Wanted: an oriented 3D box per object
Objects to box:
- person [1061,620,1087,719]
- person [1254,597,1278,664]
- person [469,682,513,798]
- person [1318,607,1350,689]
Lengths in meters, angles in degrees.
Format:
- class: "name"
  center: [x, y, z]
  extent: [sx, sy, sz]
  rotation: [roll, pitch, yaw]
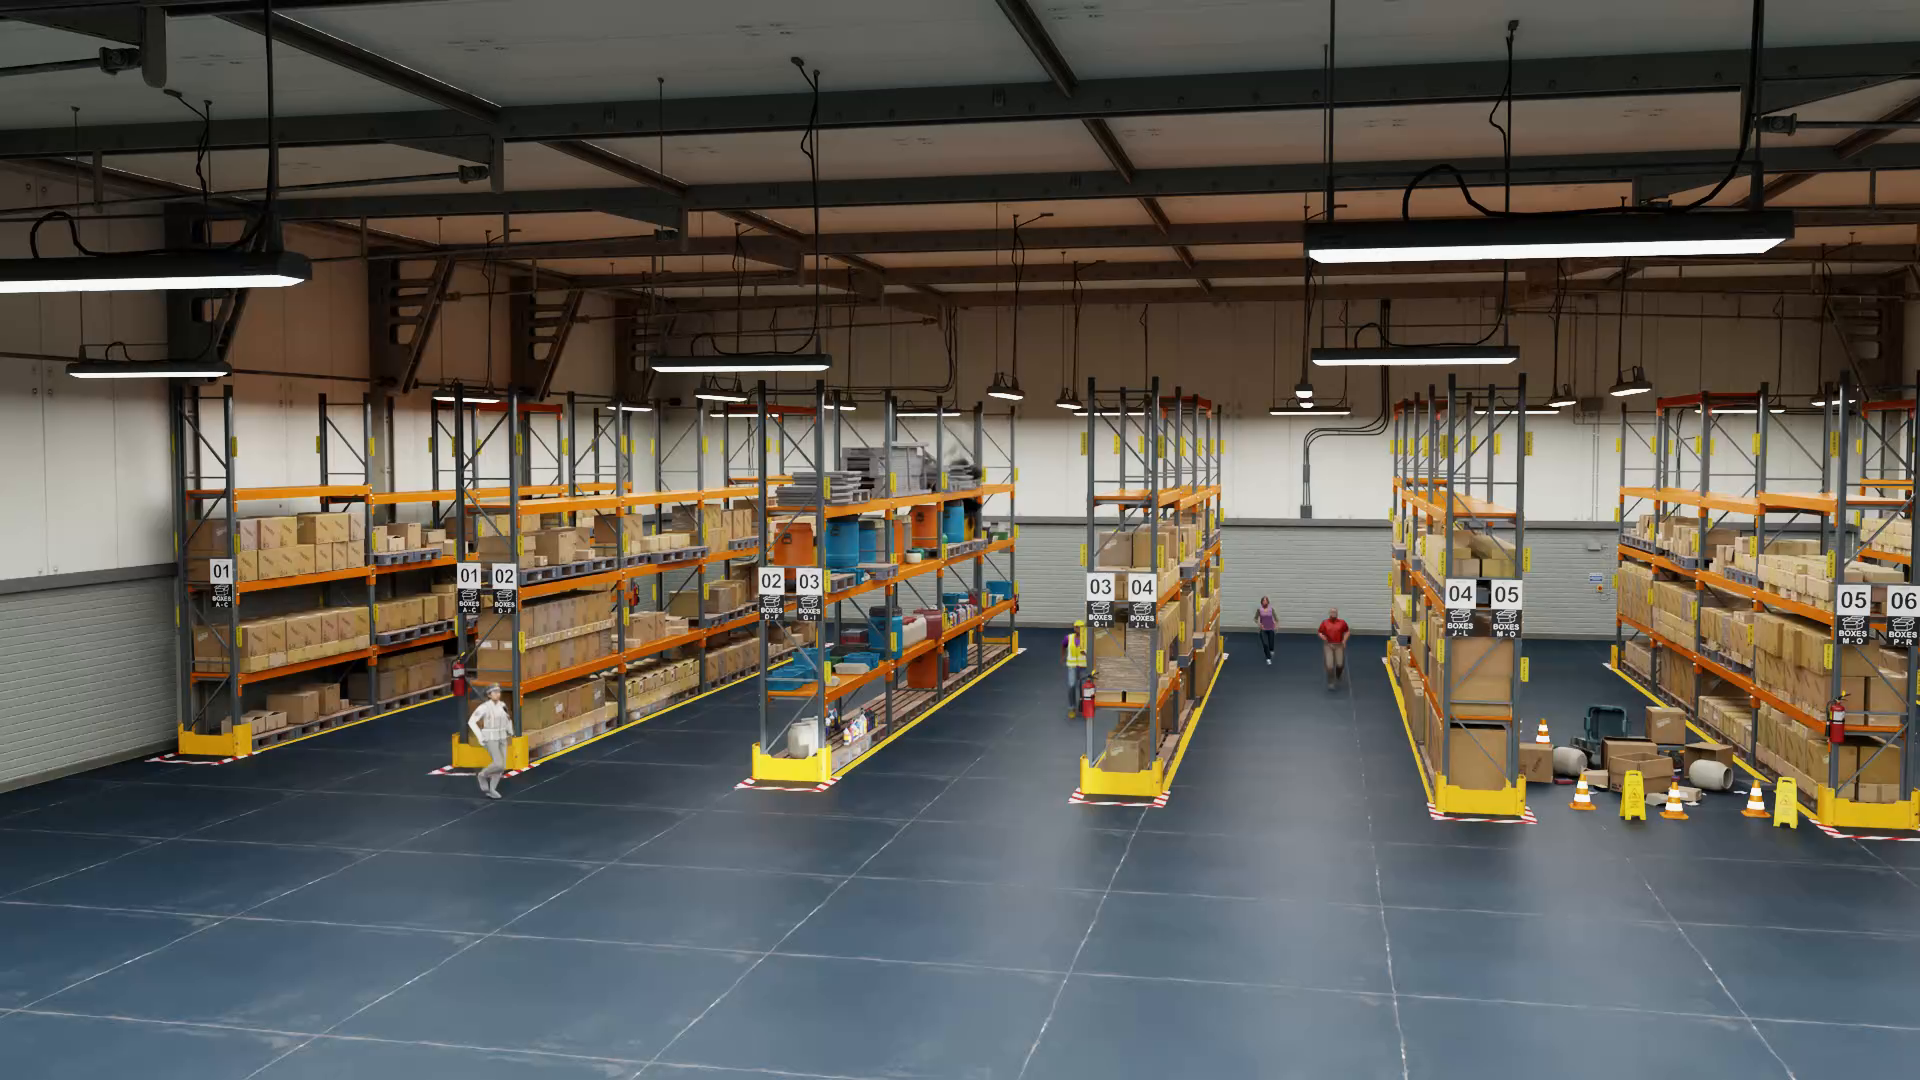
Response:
- class: "person"
  center: [2.198, 2.390, 30.878]
  extent: [0.674, 1.825, 0.782]
  rotation: [0, 3, 7]
- class: "person"
  center: [7.084, 2.082, 38.490]
  extent: [0.563, 1.553, 0.526]
  rotation: [1, 3, 9]
- class: "person"
  center: [-6.599, 2.817, 23.665]
  extent: [0.540, 1.591, 0.615]
  rotation: [2, 4, 37]
- class: "person"
  center: [7.706, 2.235, 34.256]
  extent: [0.651, 1.680, 0.599]
  rotation: [1, 3, 10]
